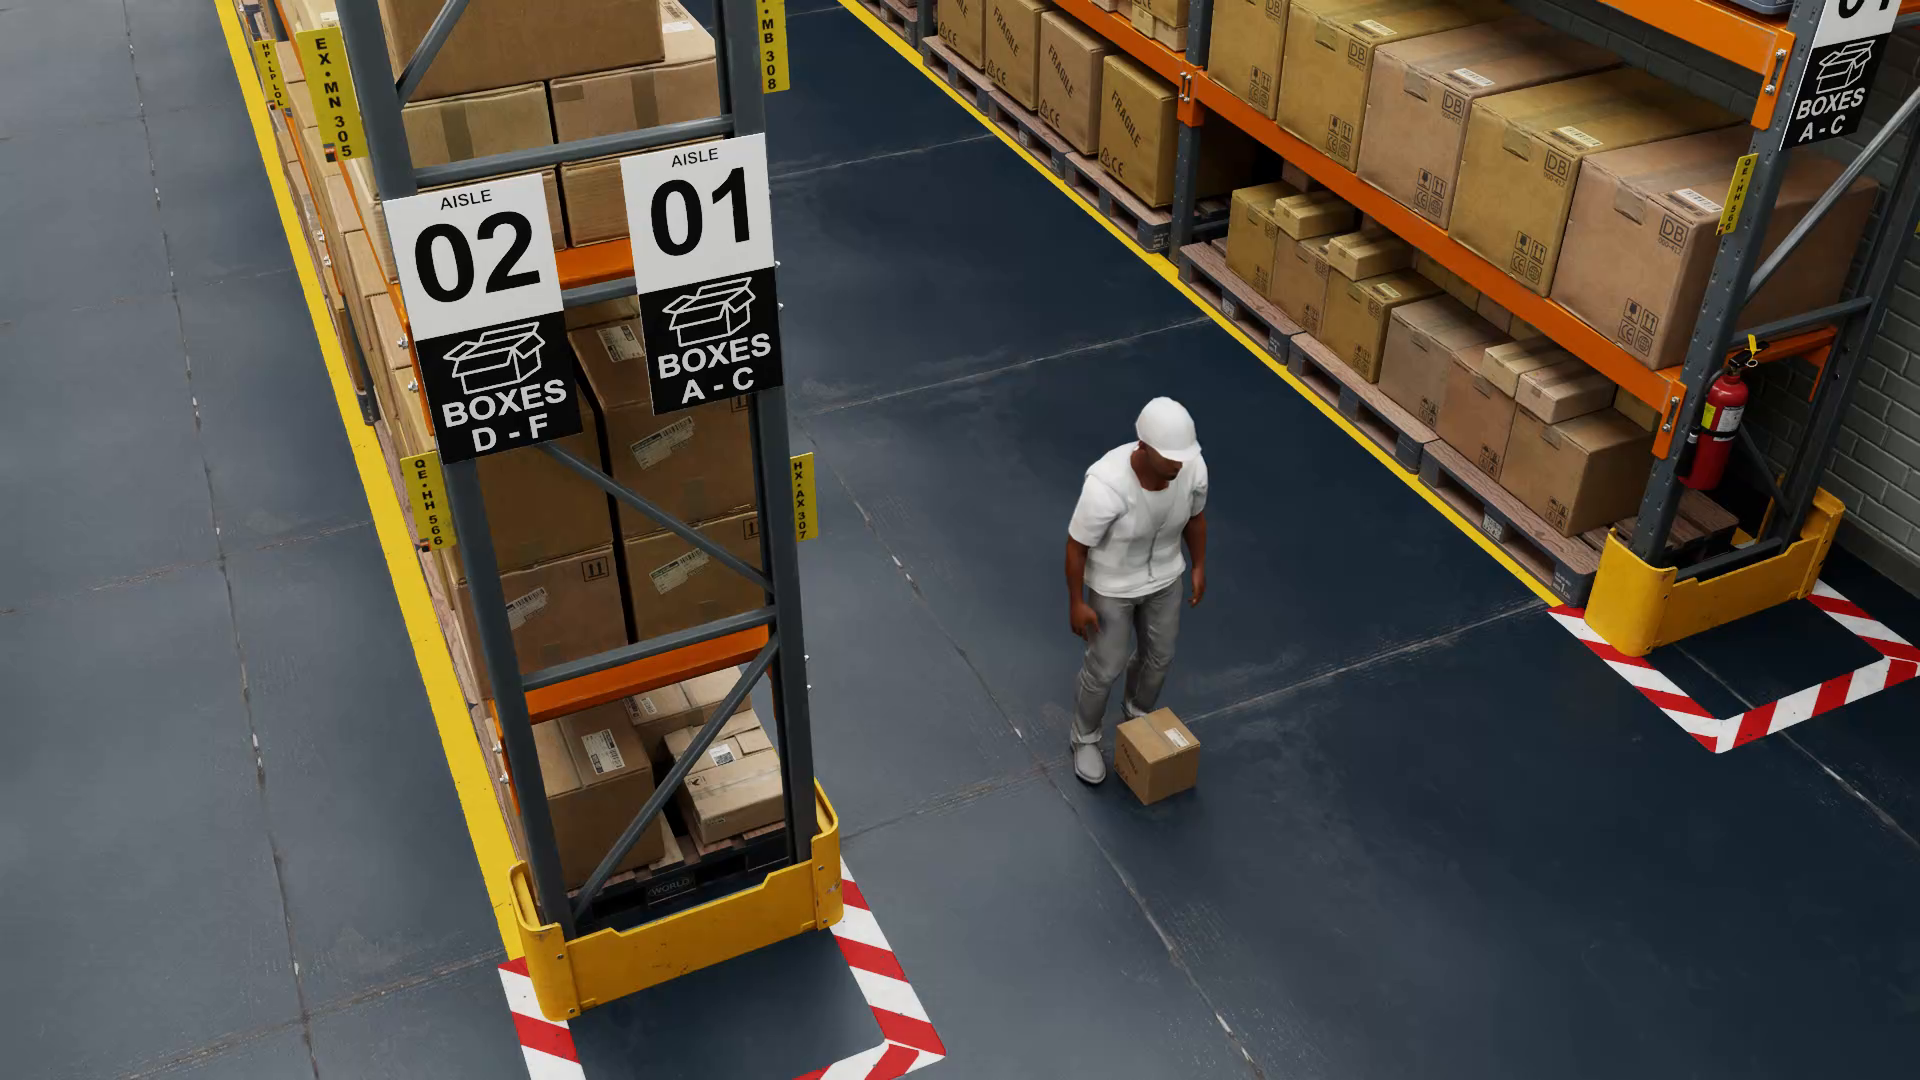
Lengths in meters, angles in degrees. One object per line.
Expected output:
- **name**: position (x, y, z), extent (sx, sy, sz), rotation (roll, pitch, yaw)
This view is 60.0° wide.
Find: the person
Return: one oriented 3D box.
- **person**: position (0.710, 0.177, 6.605), extent (0.630, 1.761, 0.462), rotation (-16, 40, -20)
